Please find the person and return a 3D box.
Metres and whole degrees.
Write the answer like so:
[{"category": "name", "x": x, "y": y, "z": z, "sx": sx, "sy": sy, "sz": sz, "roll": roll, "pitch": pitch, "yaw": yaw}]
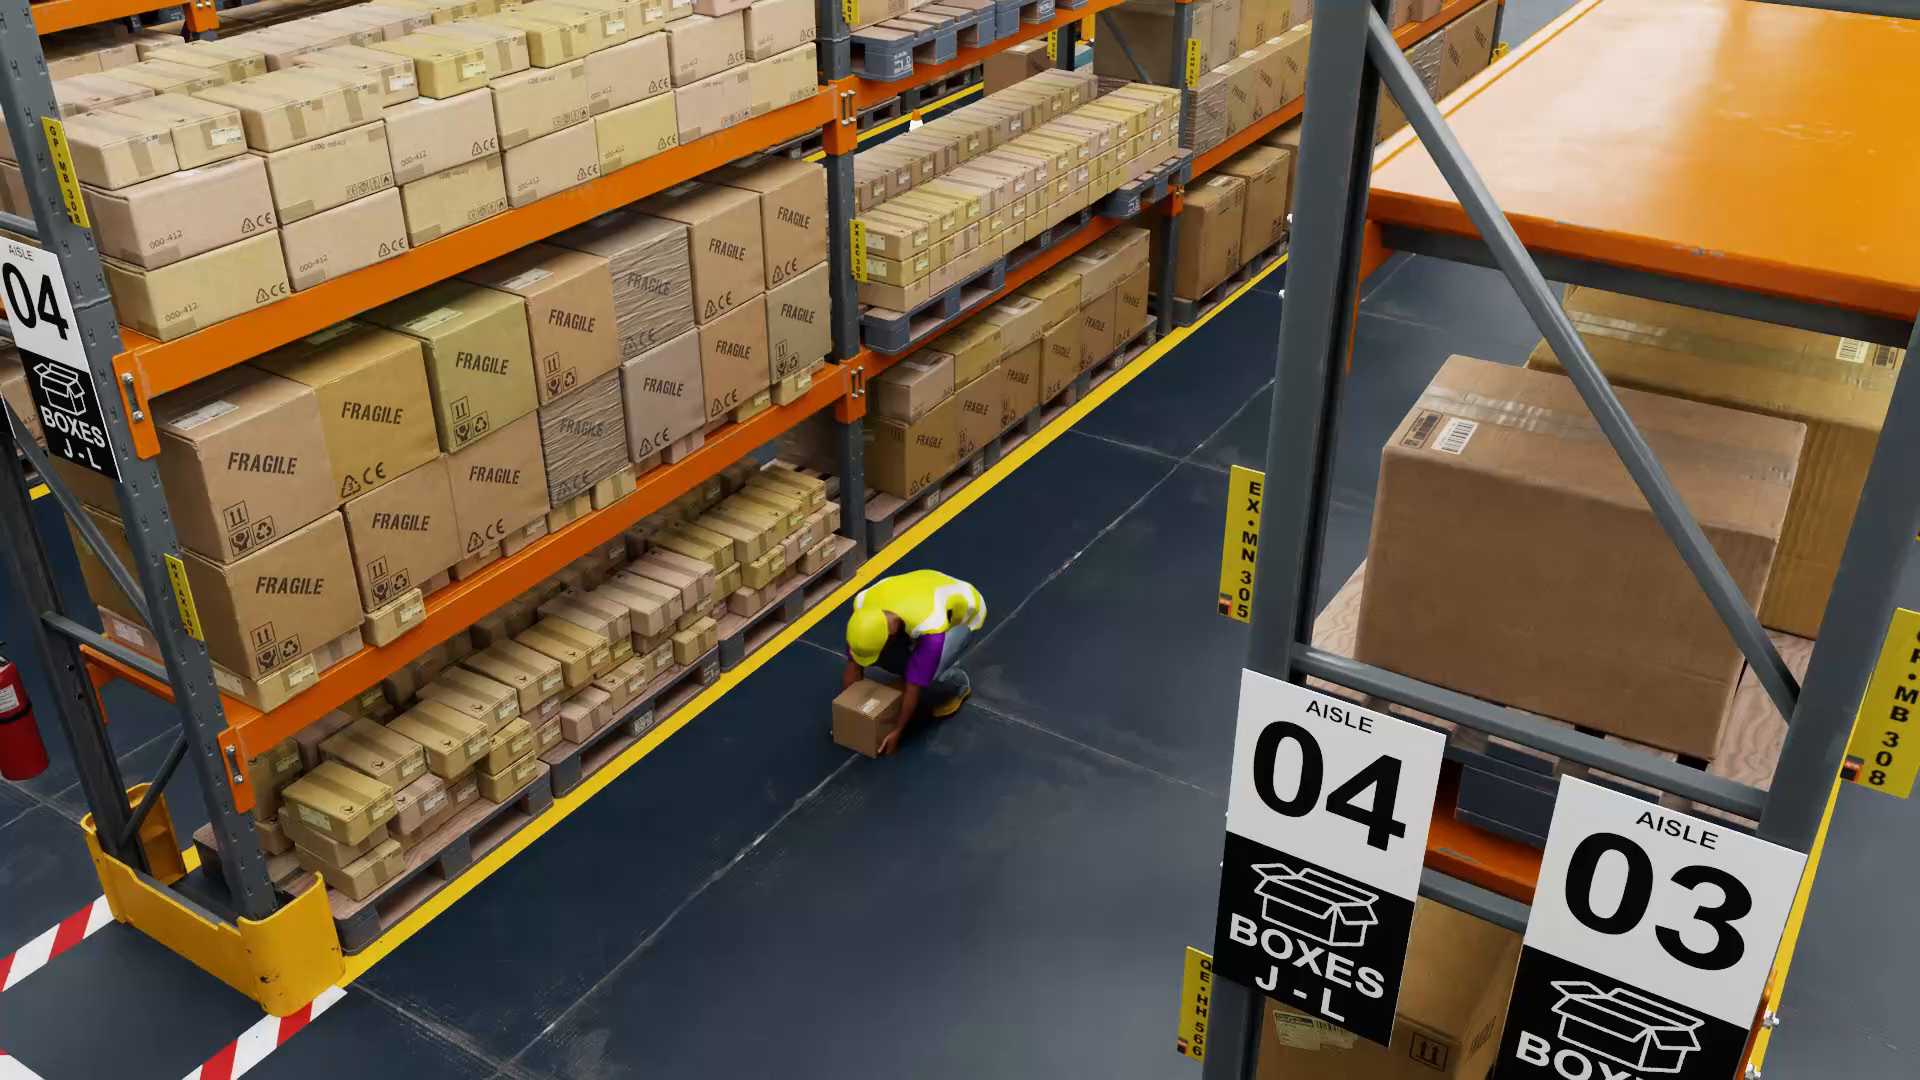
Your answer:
[{"category": "person", "x": -0.234, "y": 0.556, "z": 8.247, "sx": 0.531, "sy": 0.874, "sz": 0.939, "roll": 21, "pitch": 37, "yaw": 32}]
